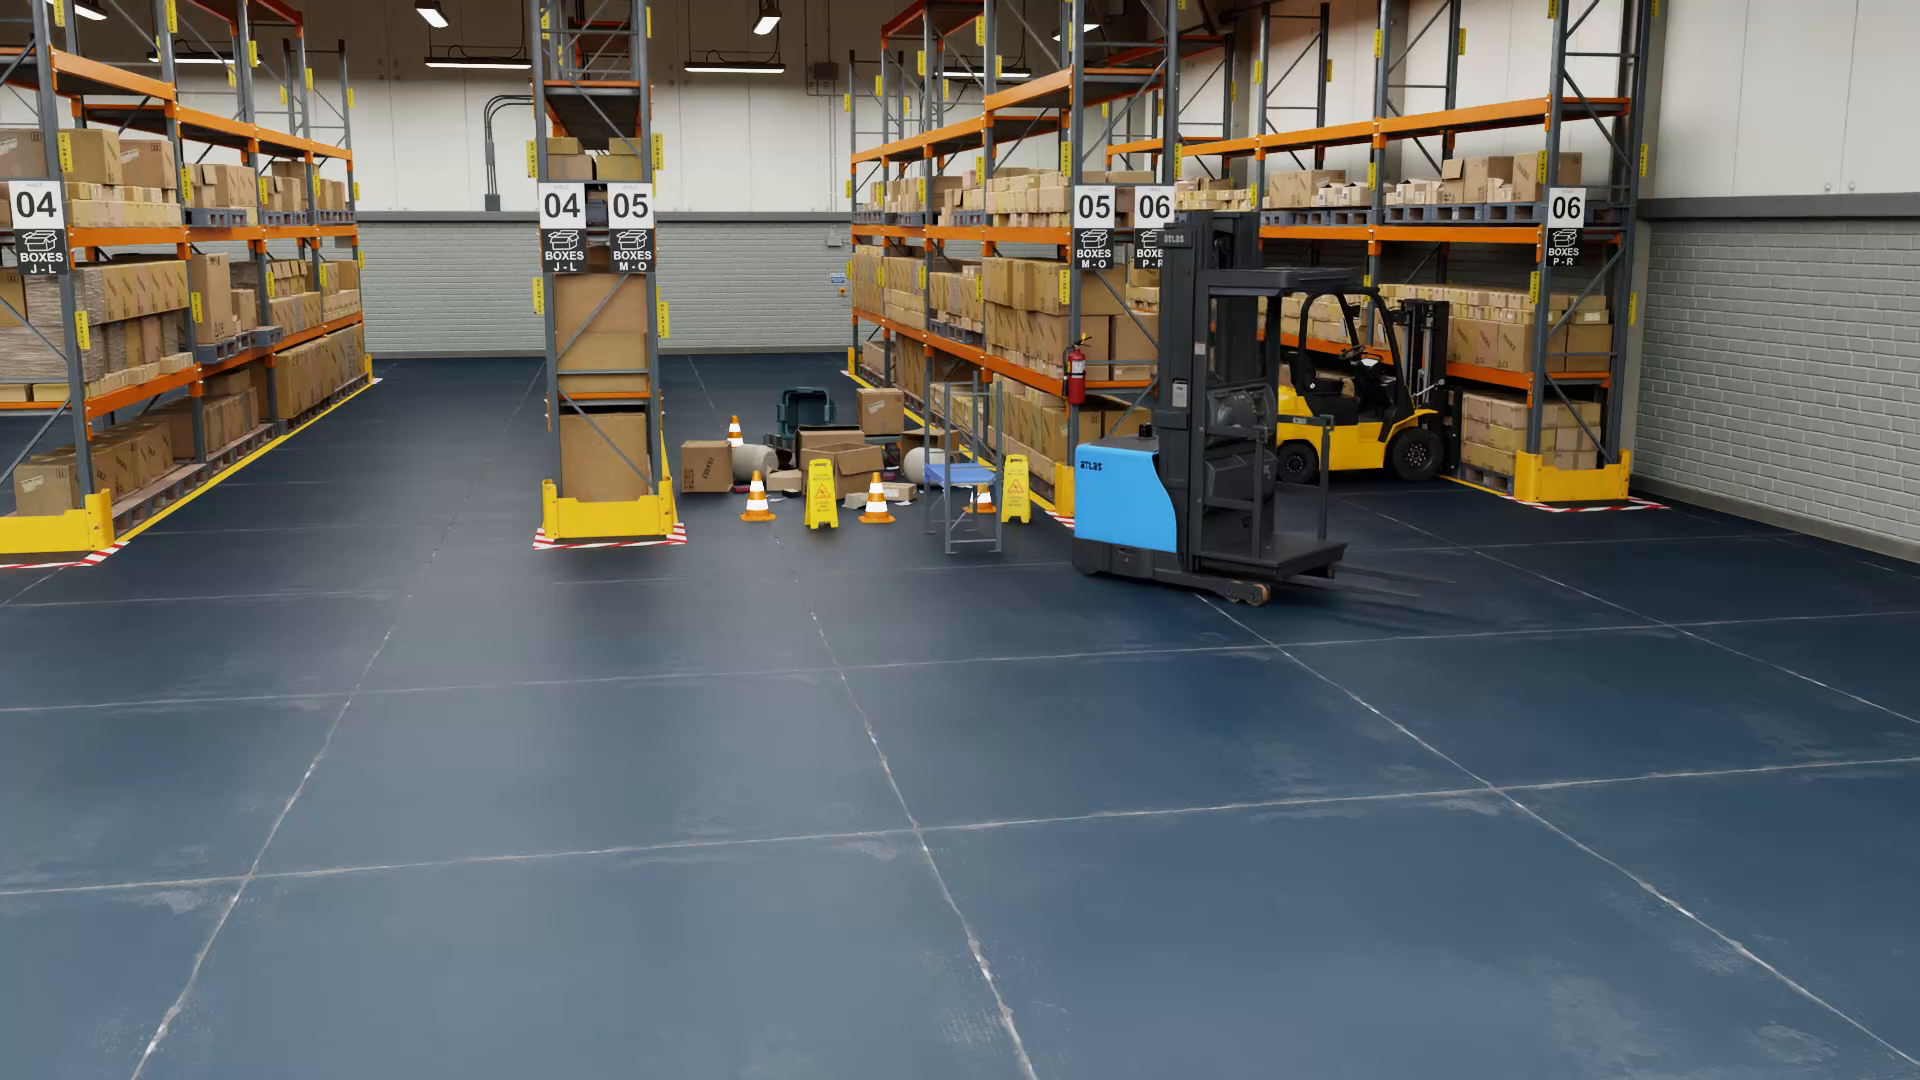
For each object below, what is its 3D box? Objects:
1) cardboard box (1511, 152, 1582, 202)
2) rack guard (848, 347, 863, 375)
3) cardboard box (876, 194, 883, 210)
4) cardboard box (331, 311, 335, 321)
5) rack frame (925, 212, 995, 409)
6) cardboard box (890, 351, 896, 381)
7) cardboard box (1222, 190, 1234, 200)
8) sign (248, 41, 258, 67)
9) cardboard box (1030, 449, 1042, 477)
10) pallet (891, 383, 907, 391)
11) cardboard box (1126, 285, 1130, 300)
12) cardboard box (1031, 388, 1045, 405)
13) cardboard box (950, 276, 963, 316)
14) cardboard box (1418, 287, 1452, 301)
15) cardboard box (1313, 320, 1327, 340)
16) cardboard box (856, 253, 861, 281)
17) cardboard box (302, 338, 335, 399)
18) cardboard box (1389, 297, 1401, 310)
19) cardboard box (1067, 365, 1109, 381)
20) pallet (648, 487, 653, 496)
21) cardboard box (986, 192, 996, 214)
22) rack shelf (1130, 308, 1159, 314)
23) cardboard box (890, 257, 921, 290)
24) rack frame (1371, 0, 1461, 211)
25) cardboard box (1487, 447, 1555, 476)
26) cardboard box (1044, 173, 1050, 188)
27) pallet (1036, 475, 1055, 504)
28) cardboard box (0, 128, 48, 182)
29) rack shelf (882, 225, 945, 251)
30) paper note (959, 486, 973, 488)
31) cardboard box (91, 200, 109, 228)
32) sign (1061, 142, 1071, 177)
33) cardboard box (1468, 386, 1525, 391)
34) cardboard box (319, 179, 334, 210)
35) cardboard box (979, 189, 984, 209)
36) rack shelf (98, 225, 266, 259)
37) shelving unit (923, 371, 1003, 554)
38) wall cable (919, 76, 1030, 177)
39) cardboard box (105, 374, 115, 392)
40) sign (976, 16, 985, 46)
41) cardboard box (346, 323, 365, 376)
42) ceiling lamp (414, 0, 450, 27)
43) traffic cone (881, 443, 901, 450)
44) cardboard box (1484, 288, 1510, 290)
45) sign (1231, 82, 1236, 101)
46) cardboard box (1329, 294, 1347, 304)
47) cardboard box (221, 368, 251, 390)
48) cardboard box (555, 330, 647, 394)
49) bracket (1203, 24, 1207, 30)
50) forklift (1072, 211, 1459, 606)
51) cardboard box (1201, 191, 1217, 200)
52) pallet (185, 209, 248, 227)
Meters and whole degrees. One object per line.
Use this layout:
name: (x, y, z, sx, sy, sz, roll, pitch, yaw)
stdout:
cardboard box: (6.104, -3.772, 17.310, 0.500, 0.500, 0.500, -2, 11, -9)
rack guard: (-1.556, -3.451, 31.991, 1.175, 0.500, 0.348, -2, 11, -11)
cardboard box: (-1.211, -5.709, 28.118, 0.396, 0.266, 0.258, -2, 11, -9)
cardboard box: (-10.328, -3.620, 26.865, 0.380, 0.149, 0.250, -2, 11, -9)
rack frame: (0.005, -3.207, 24.025, 1.000, 3.000, 0.127, -2, 11, -11)
cardboard box: (-0.790, -3.008, 28.706, 0.875, 0.438, 0.875, -2, 11, -12)
cardboard box: (4.315, -5.374, 25.928, 0.380, 0.149, 0.250, -2, 11, -12)
sign: (-9.186, -6.313, 21.589, 0.100, 0.325, 0.005, -2, 11, -11)
cardboard box: (1.047, -0.829, 17.763, 0.500, 0.250, 0.500, -2, 11, -11)
pallet: (-0.549, -2.432, 27.411, 1.003, 0.211, 1.213, -2, 11, -11)
cardboard box: (3.341, -4.650, 31.210, 0.500, 0.250, 0.500, -2, 11, -12)
cardboard box: (0.966, -1.531, 17.709, 0.380, 0.149, 0.250, -2, 11, -10)
cardboard box: (0.173, -3.233, 21.976, 0.500, 0.500, 0.500, -3, 11, -13)
cardboard box: (5.646, -2.911, 19.670, 0.380, 0.149, 0.250, -2, 11, -12)
cardboard box: (5.127, -2.848, 22.540, 0.500, 0.250, 0.500, -2, 11, -11)
cardboard box: (-1.630, -5.022, 30.618, 0.500, 0.500, 0.500, -2, 11, -13)
cardboard box: (-10.350, -2.626, 25.533, 1.225, 0.875, 0.875, -2, 11, -11)
cardboard box: (5.507, -2.907, 20.446, 0.380, 0.149, 0.250, -2, 11, -10)
cardboard box: (1.278, -1.678, 16.659, 0.380, 0.149, 0.250, -2, 11, -9)
pallet: (-3.507, -0.315, 16.290, 1.003, 0.211, 1.213, -2, 11, -11)
cardboard box: (0.600, -3.929, 19.400, 0.500, 0.250, 0.500, -2, 11, -12)
rack shelf: (3.706, -4.136, 30.826, 1.077, 0.370, 4.000, -2, 11, -11)
cardboard box: (-0.844, -4.298, 26.813, 0.500, 0.500, 0.500, -2, 11, -11)
rack frame: (5.651, -5.602, 20.562, 1.000, 3.000, 0.127, -2, 11, -11)
cardboard box: (6.028, -0.852, 17.879, 0.500, 0.250, 0.500, -2, 11, -11)
cardboard box: (1.086, -3.722, 17.244, 0.380, 0.149, 0.250, -2, 11, -11)
pallet: (1.423, -0.534, 17.440, 1.003, 0.211, 1.213, -2, 11, -11)
cardboard box: (-8.710, -3.569, 15.504, 0.500, 0.500, 0.500, -2, 11, -11)
rack shelf: (-0.384, -4.694, 25.739, 1.077, 0.370, 4.000, -2, 11, -11)
paper note: (0.076, -0.591, 18.218, 0.142, 0.019, 0.148, -6, 13, -31)
cardboard box: (-8.107, -2.972, 15.166, 0.500, 0.250, 0.500, -2, 11, -12)
sign: (1.012, -3.632, 15.867, 0.100, 0.325, 0.005, -2, 11, -11)
cardboard box: (6.241, -1.641, 19.352, 0.500, 0.250, 0.500, -2, 11, -12)
cardboard box: (-10.768, -5.700, 27.440, 0.700, 0.500, 0.500, -2, 11, -9)
cardboard box: (0.527, -4.182, 20.400, 0.500, 0.250, 0.500, -2, 11, -12)
rack shelf: (-9.327, -3.600, 19.991, 1.077, 0.370, 4.000, -2, 11, -11)
shelving unit: (0.017, -0.721, 14.974, 0.538, 1.500, 1.048, -2, 11, -11)
wall cable: (0.544, -8.794, 37.234, 2.988, 3.039, 0.133, -2, 11, -11)
cardboard box: (-8.114, -1.455, 15.492, 0.380, 0.149, 0.250, -2, 11, -11)
sign: (0.239, -5.936, 19.396, 0.100, 0.325, 0.005, -2, 11, -11)
cardboard box: (-11.069, -3.362, 29.399, 0.875, 0.875, 0.875, -2, 11, -11)
ceiling lamp: (-7.628, -9.342, 24.602, 0.800, 3.185, 2.000, -2, 11, -11)
traffic cone: (-0.832, -1.404, 21.336, 0.336, 0.463, 0.334, -2, 11, -11)
cardboard box: (6.245, -2.838, 19.285, 0.380, 0.149, 0.250, -2, 11, -9)
sign: (4.638, -7.627, 28.280, 0.100, 0.325, 0.005, -2, 11, -11)
cardboard box: (5.122, -3.214, 22.059, 0.380, 0.149, 0.250, -2, 11, -13)
cardboard box: (-9.556, -2.082, 21.615, 0.500, 0.250, 0.500, -2, 11, -9)
cardboard box: (-3.392, -1.682, 15.608, 0.875, 0.550, 0.550, -2, 11, -11)
bracket: (4.415, -9.061, 29.109, 0.235, 0.232, 0.430, -2, 11, -11)
forklift: (2.364, -1.051, 12.881, 3.031, 2.935, 1.130, 9, 14, 40)
cardboard box: (4.080, -5.523, 26.654, 0.380, 0.149, 0.250, -2, 11, -11)
pallet: (-9.158, -3.802, 19.629, 1.213, 0.211, 1.003, -2, 11, -11)
